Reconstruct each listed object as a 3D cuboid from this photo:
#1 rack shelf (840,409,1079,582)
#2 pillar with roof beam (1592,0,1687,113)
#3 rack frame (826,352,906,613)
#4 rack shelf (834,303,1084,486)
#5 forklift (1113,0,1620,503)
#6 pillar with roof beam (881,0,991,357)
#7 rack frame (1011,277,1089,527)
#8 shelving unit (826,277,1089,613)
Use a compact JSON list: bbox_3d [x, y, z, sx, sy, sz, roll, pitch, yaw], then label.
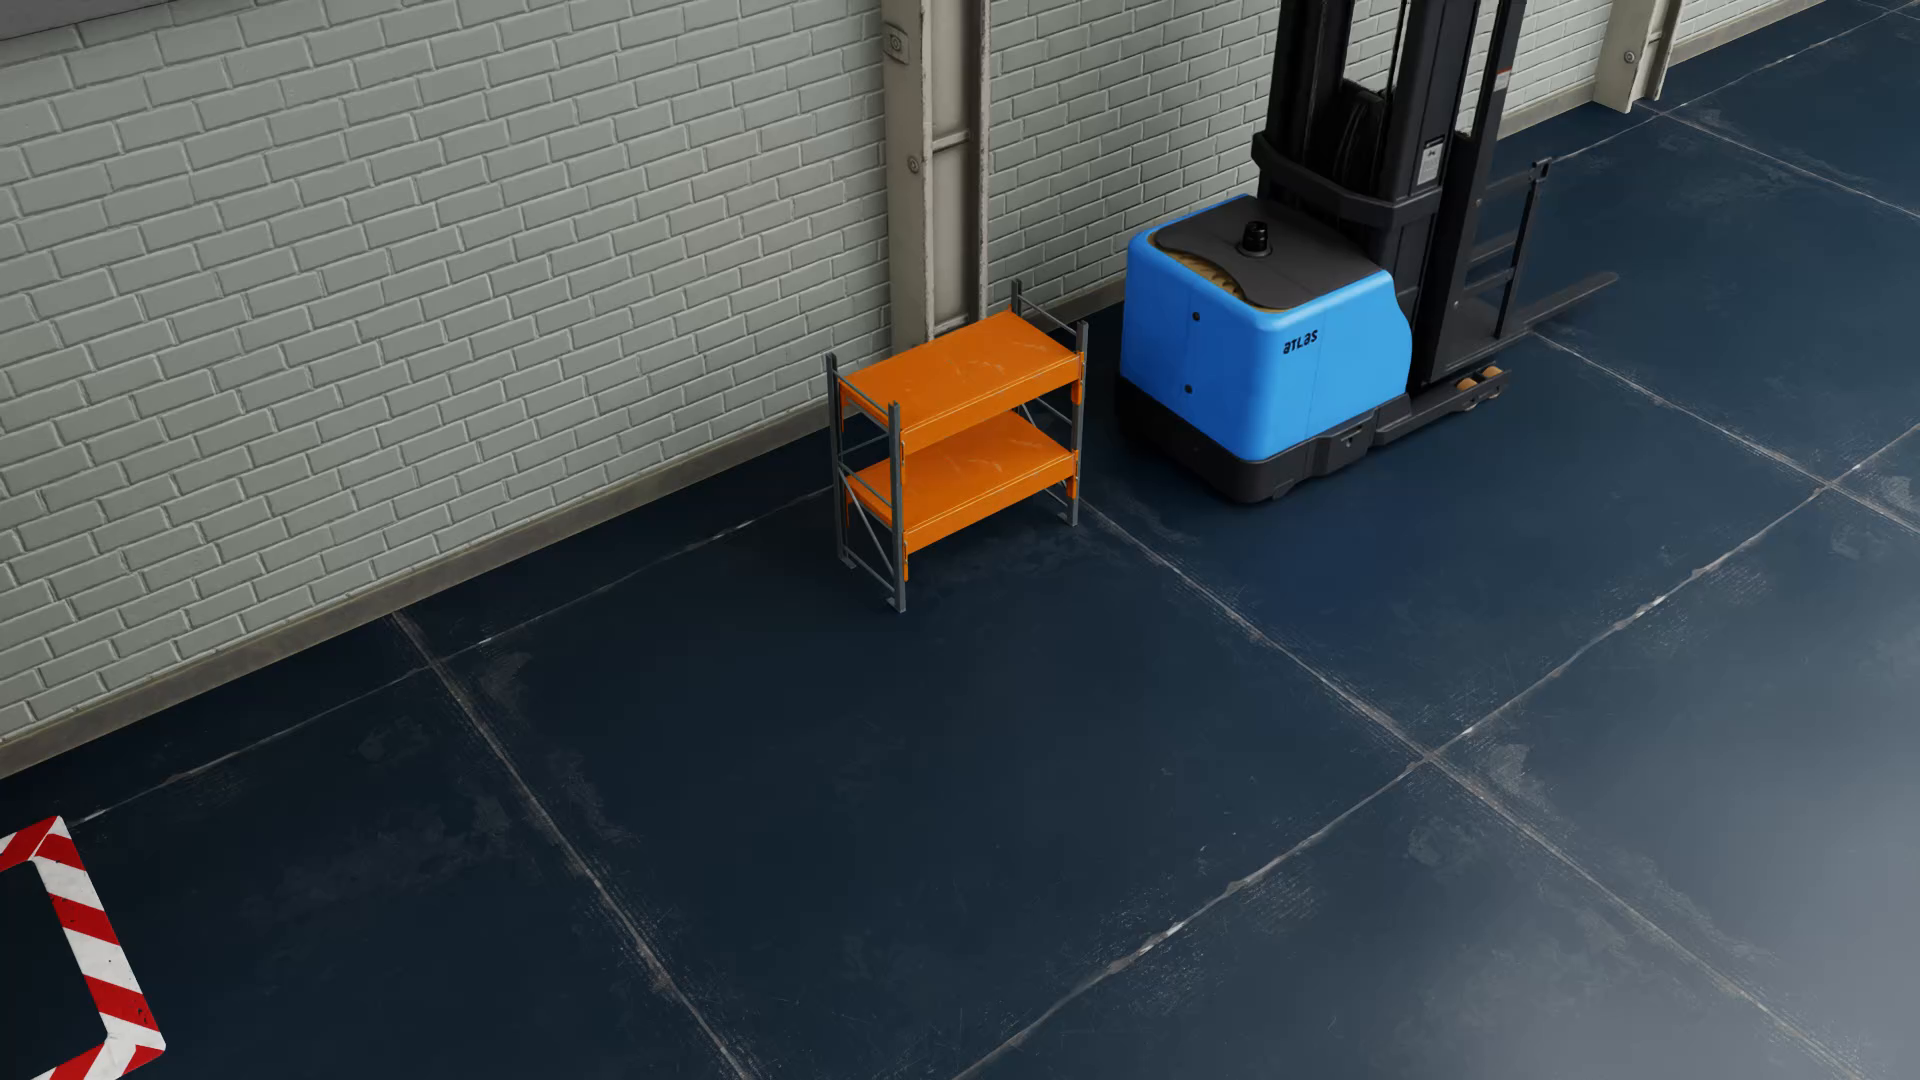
[{"bbox_3d":[-0.005,-0.243,7.679,1.000,0.278,0.538,-26,46,-28],"label":"rack shelf"},{"bbox_3d":[7.274,-4.409,6.163,0.400,9.000,9.100,-26,46,-28],"label":"pillar with roof beam"},{"bbox_3d":[-0.408,-0.236,7.284,0.032,1.125,0.500,-26,46,-28],"label":"rack frame"},{"bbox_3d":[-0.005,-0.659,7.338,1.000,0.278,0.538,-26,46,-28],"label":"rack shelf"},{"bbox_3d":[2.286,-2.059,8.082,3.031,2.935,1.130,-25,45,-27],"label":"forklift"},{"bbox_3d":[2.517,-2.090,3.336,0.400,9.000,9.100,-26,46,-28],"label":"pillar with roof beam"},{"bbox_3d":[0.398,-0.629,7.763,0.032,1.125,0.500,-26,46,-28],"label":"rack frame"},{"bbox_3d":[-0.005,-0.432,7.524,1.048,1.125,0.538,-26,46,-28],"label":"shelving unit"}]
